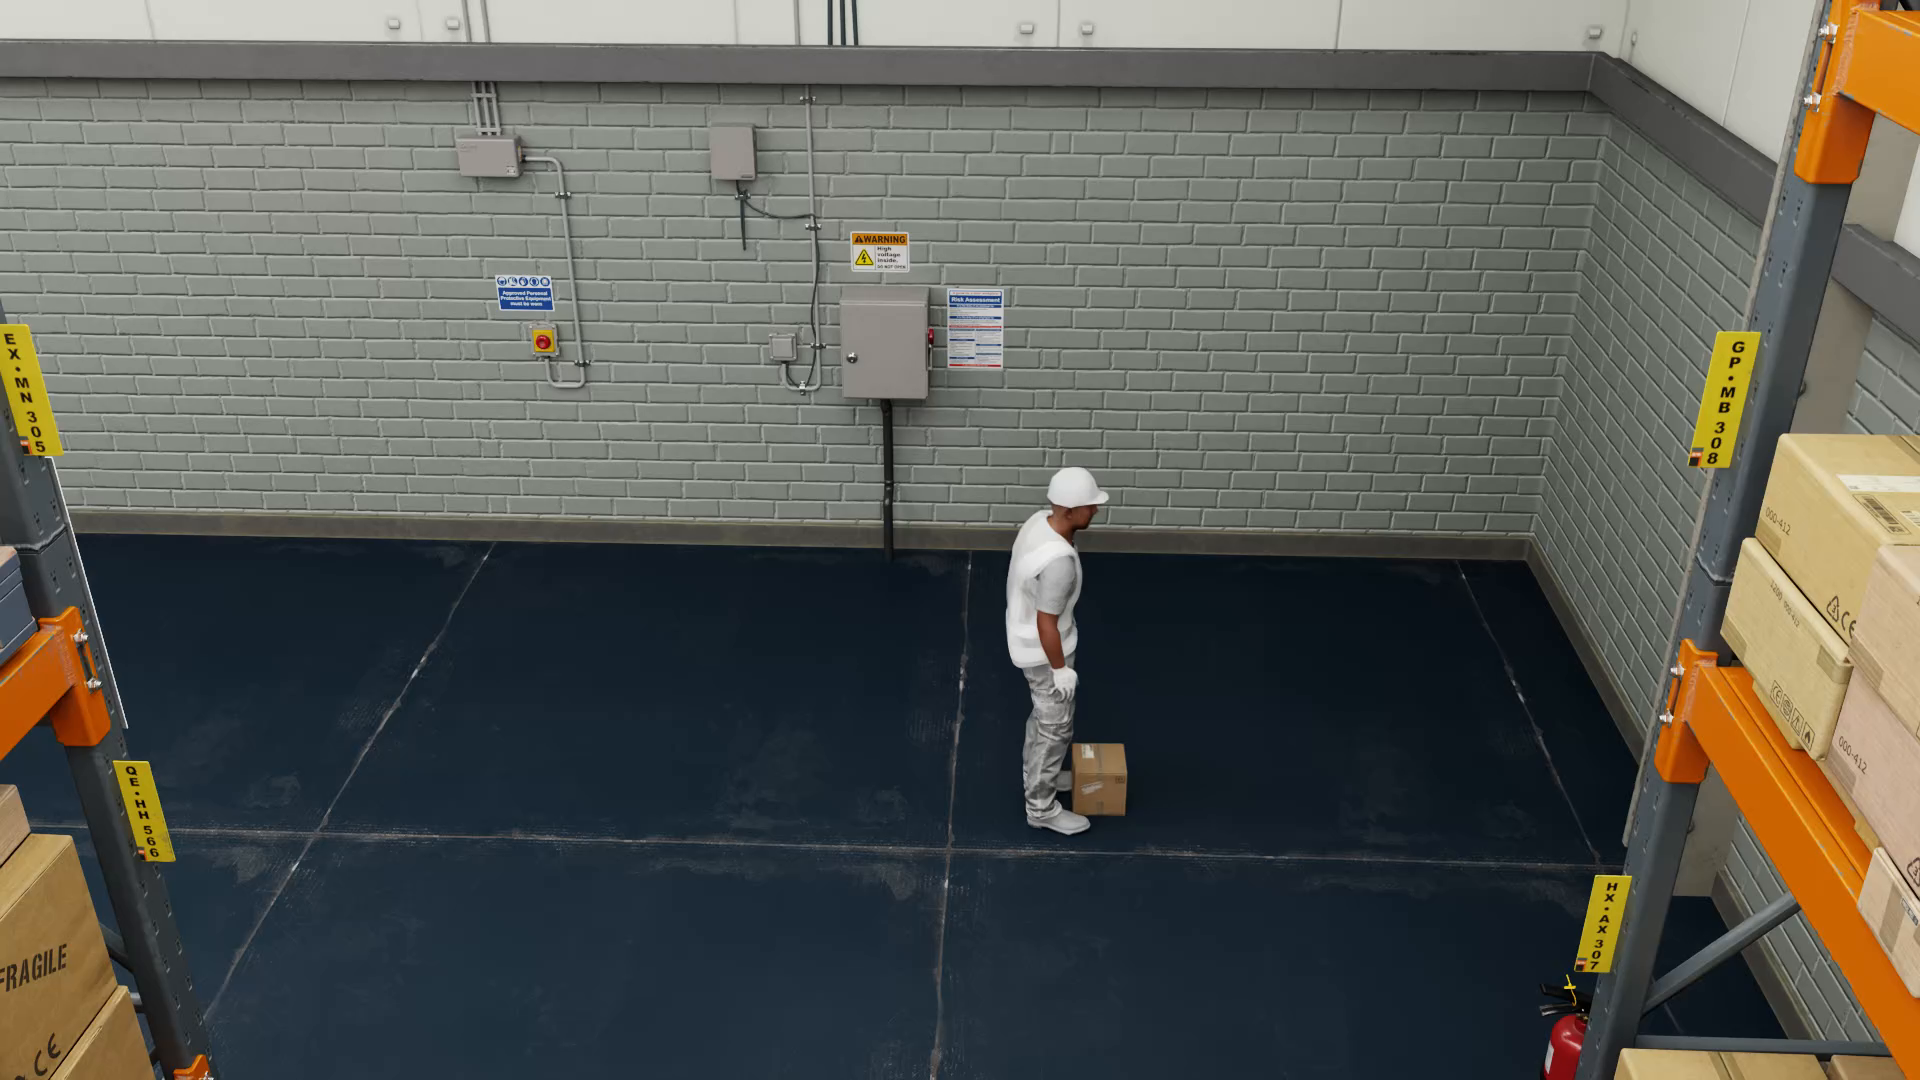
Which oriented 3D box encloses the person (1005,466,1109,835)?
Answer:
[{"bbox_3d":[0.436,0.484,7.690,0.449,1.773,0.620,-1,28,-1],"label":"person"}]
